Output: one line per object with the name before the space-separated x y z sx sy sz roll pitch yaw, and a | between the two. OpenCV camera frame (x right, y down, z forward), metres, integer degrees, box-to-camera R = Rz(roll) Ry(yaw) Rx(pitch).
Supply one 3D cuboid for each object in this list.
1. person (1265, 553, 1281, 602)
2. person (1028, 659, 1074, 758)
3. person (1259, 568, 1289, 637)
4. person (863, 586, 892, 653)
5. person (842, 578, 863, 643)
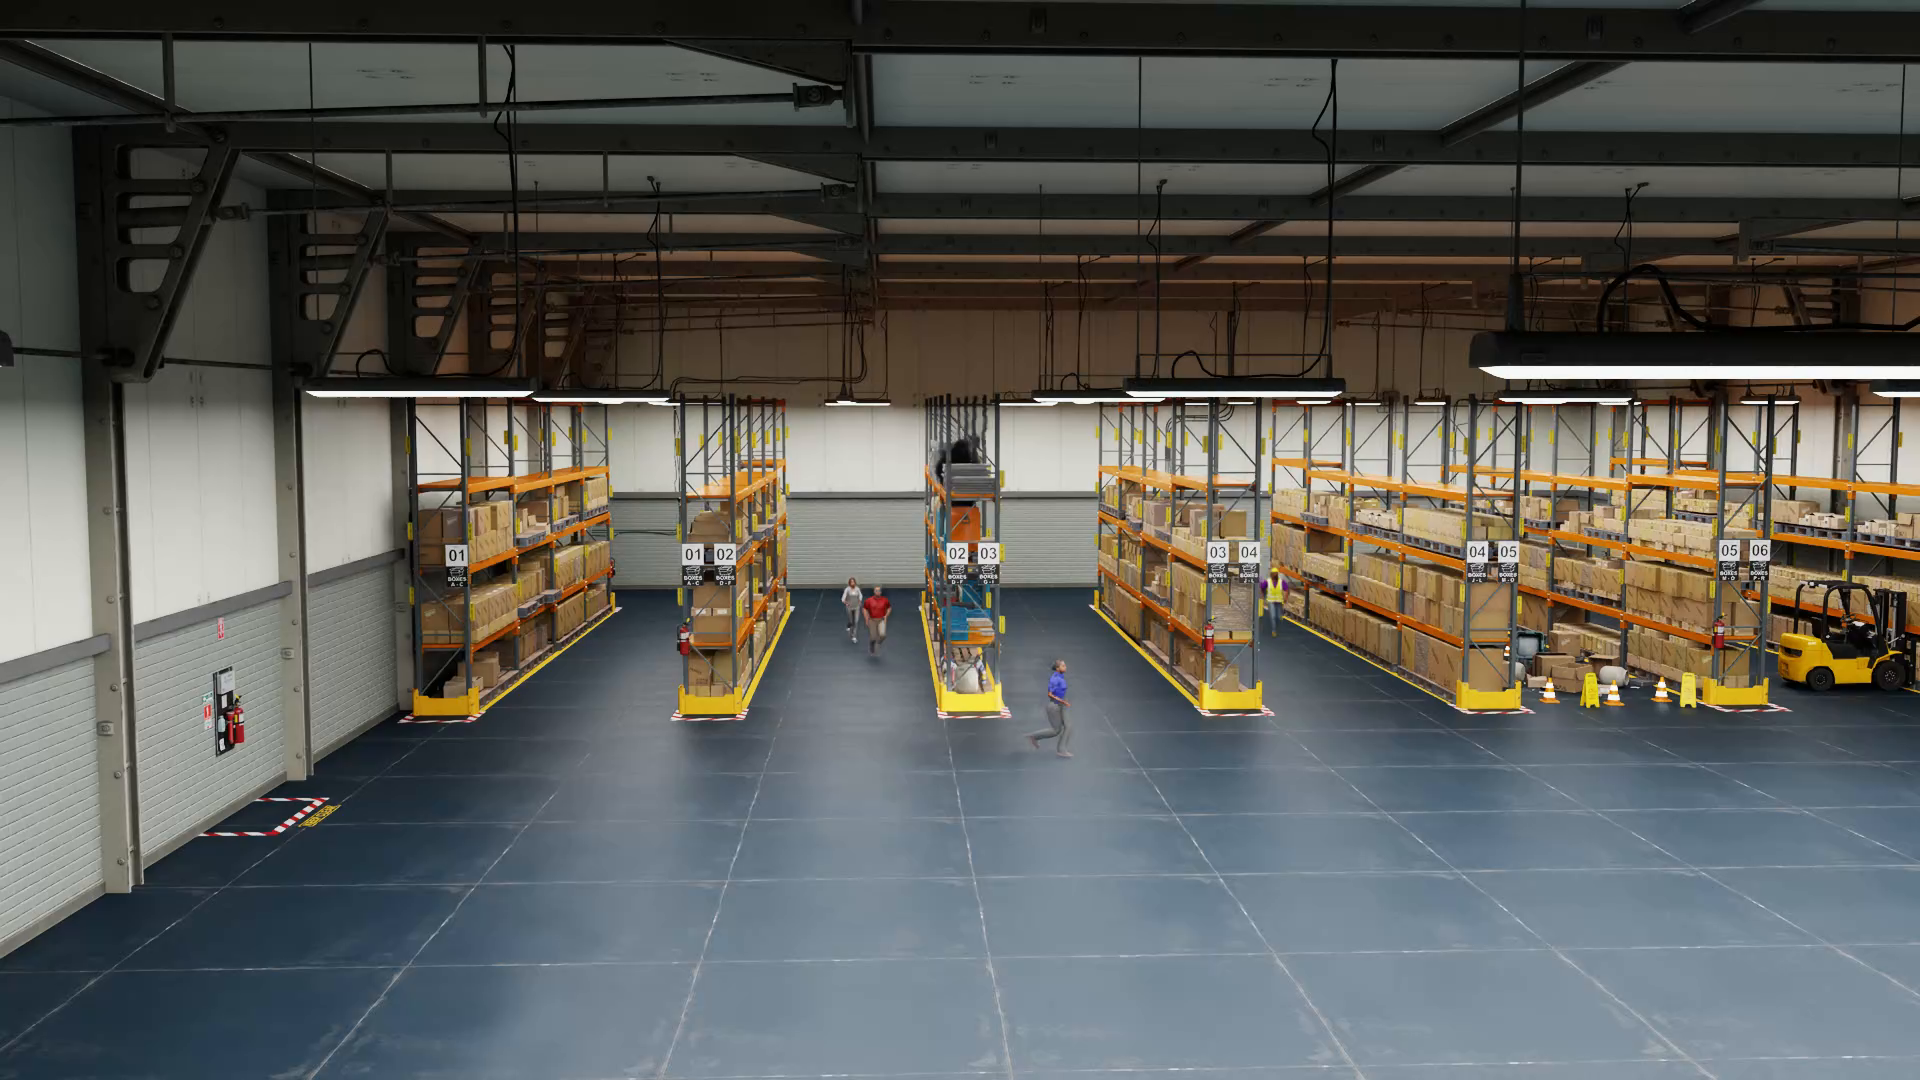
person | 9.260 1.066 49.090 0.569 1.570 0.772 0 5 -3
person | 1.520 2.759 27.369 0.768 1.624 0.565 1 5 18
person | 7.895 1.555 41.794 0.739 1.734 0.795 0 5 2
person | -1.876 1.833 37.925 0.664 1.569 0.726 -1 5 -10
person | -2.650 1.723 41.012 0.537 1.562 0.732 -1 5 -15
